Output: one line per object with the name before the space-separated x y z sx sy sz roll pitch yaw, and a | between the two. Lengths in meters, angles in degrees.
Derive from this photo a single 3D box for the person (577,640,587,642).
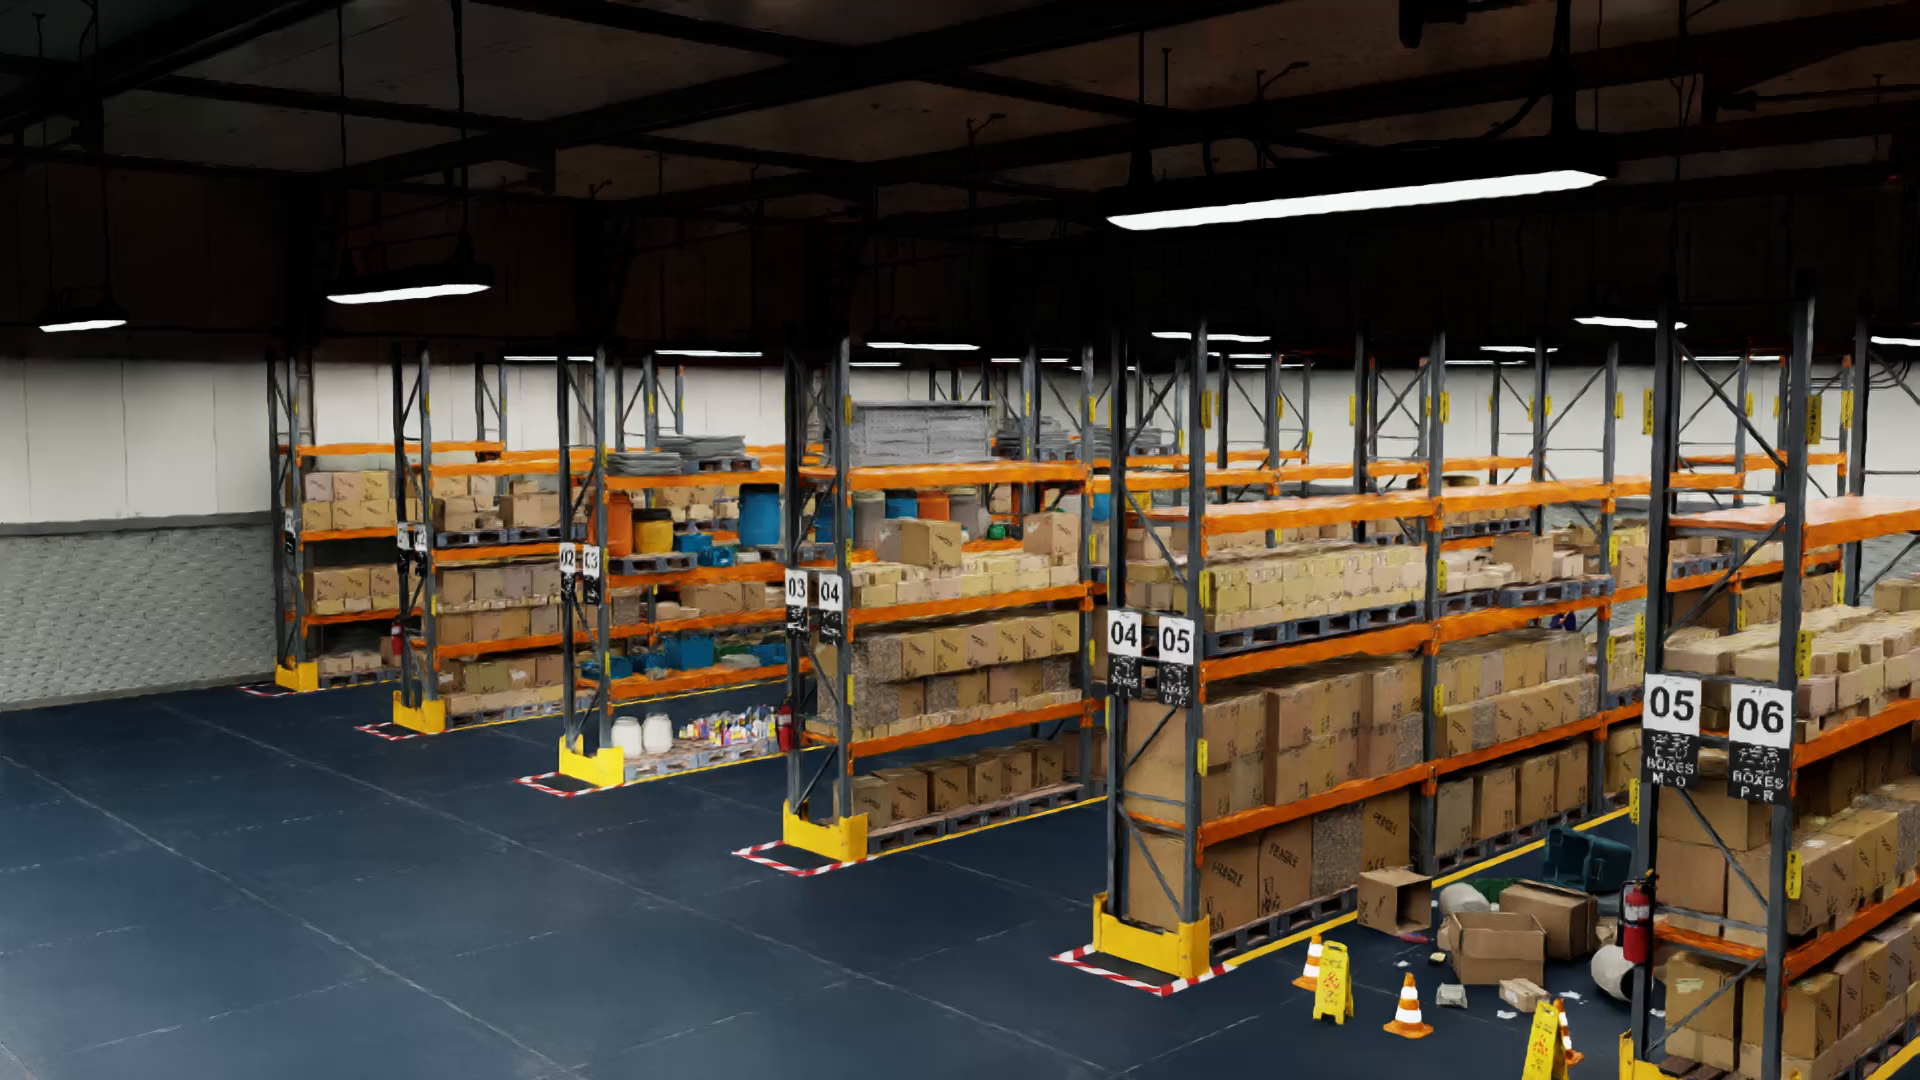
person | -6.736 1.817 29.983 0.566 1.526 0.519 5 7 43

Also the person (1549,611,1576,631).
person | 11.892 1.533 32.790 1.003 1.567 0.477 -3 6 -35
